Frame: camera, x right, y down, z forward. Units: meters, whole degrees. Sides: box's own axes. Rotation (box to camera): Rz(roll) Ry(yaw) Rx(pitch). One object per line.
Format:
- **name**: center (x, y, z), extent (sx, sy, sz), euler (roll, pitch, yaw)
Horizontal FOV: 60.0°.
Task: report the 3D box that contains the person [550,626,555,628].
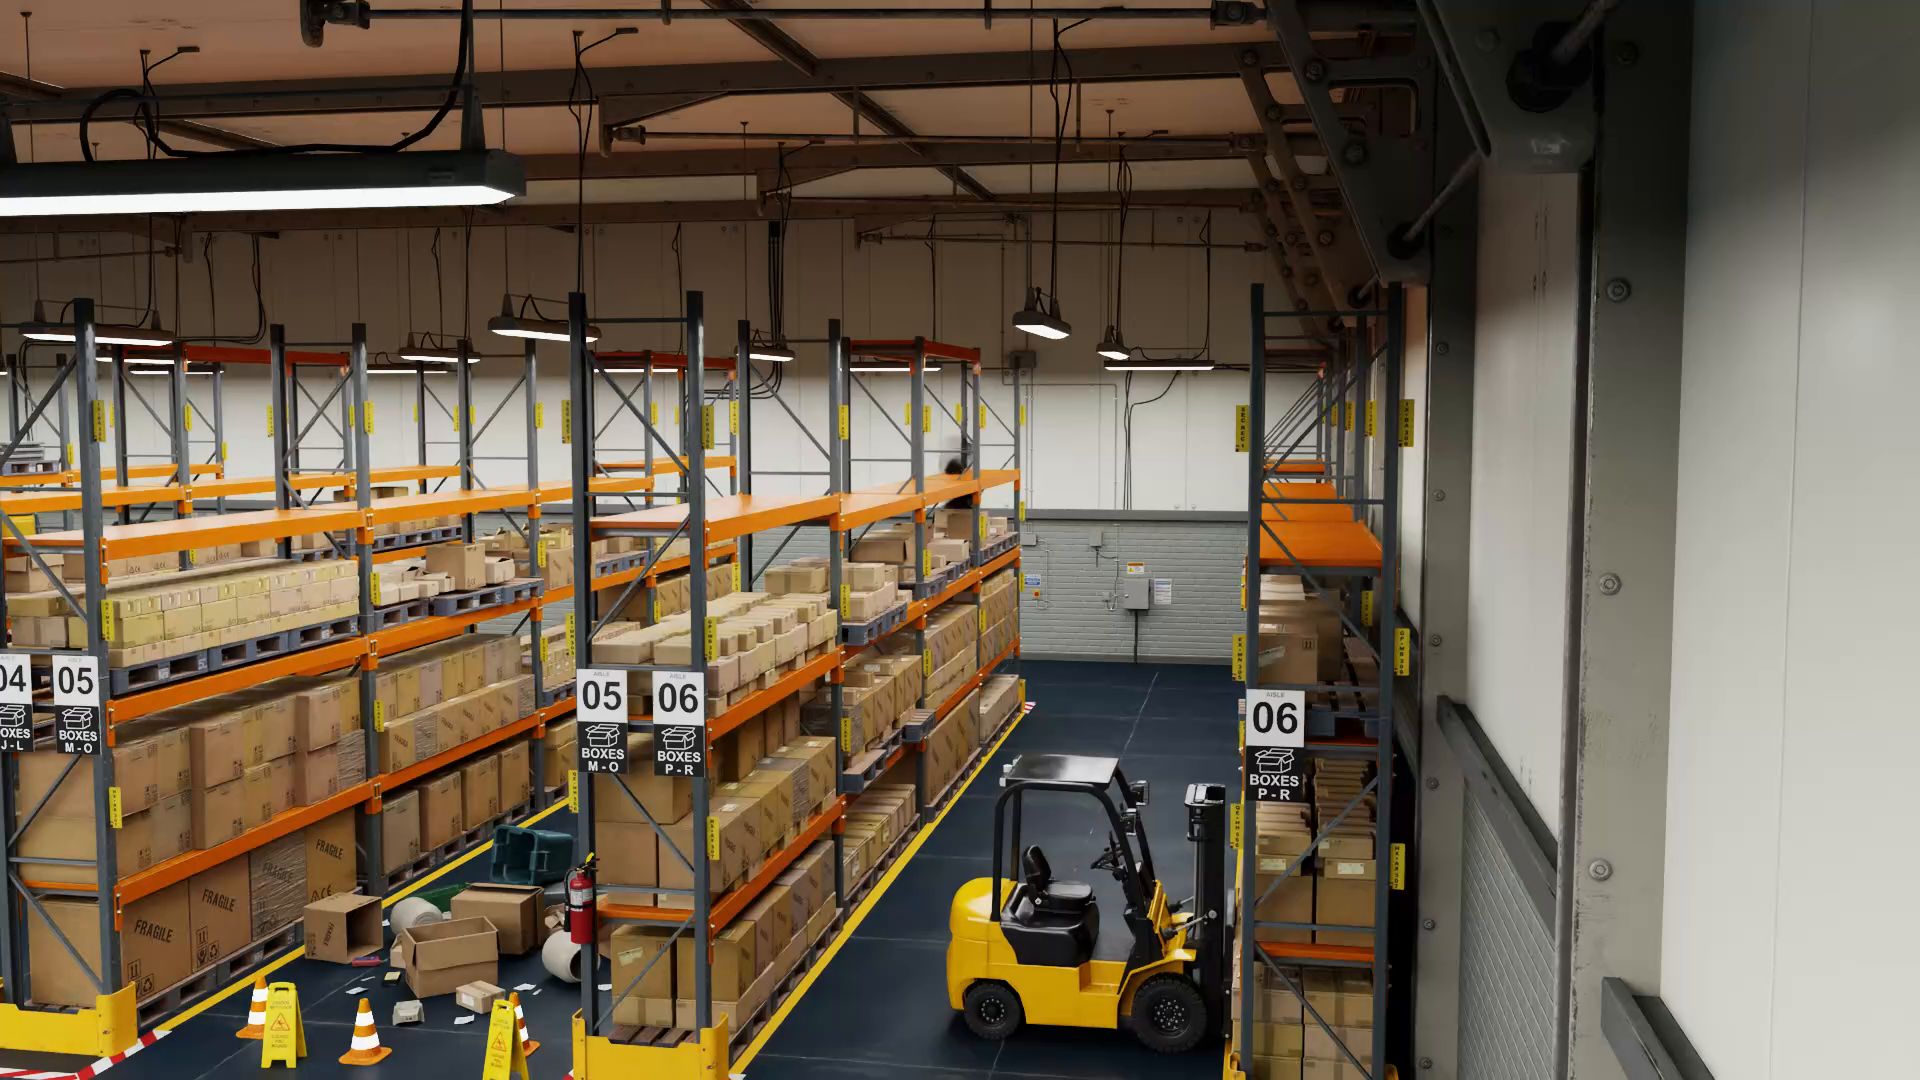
- **person**: center (-6.581, 2.198, 27.098), extent (0.640, 1.609, 0.576), euler (2, 5, 20)
